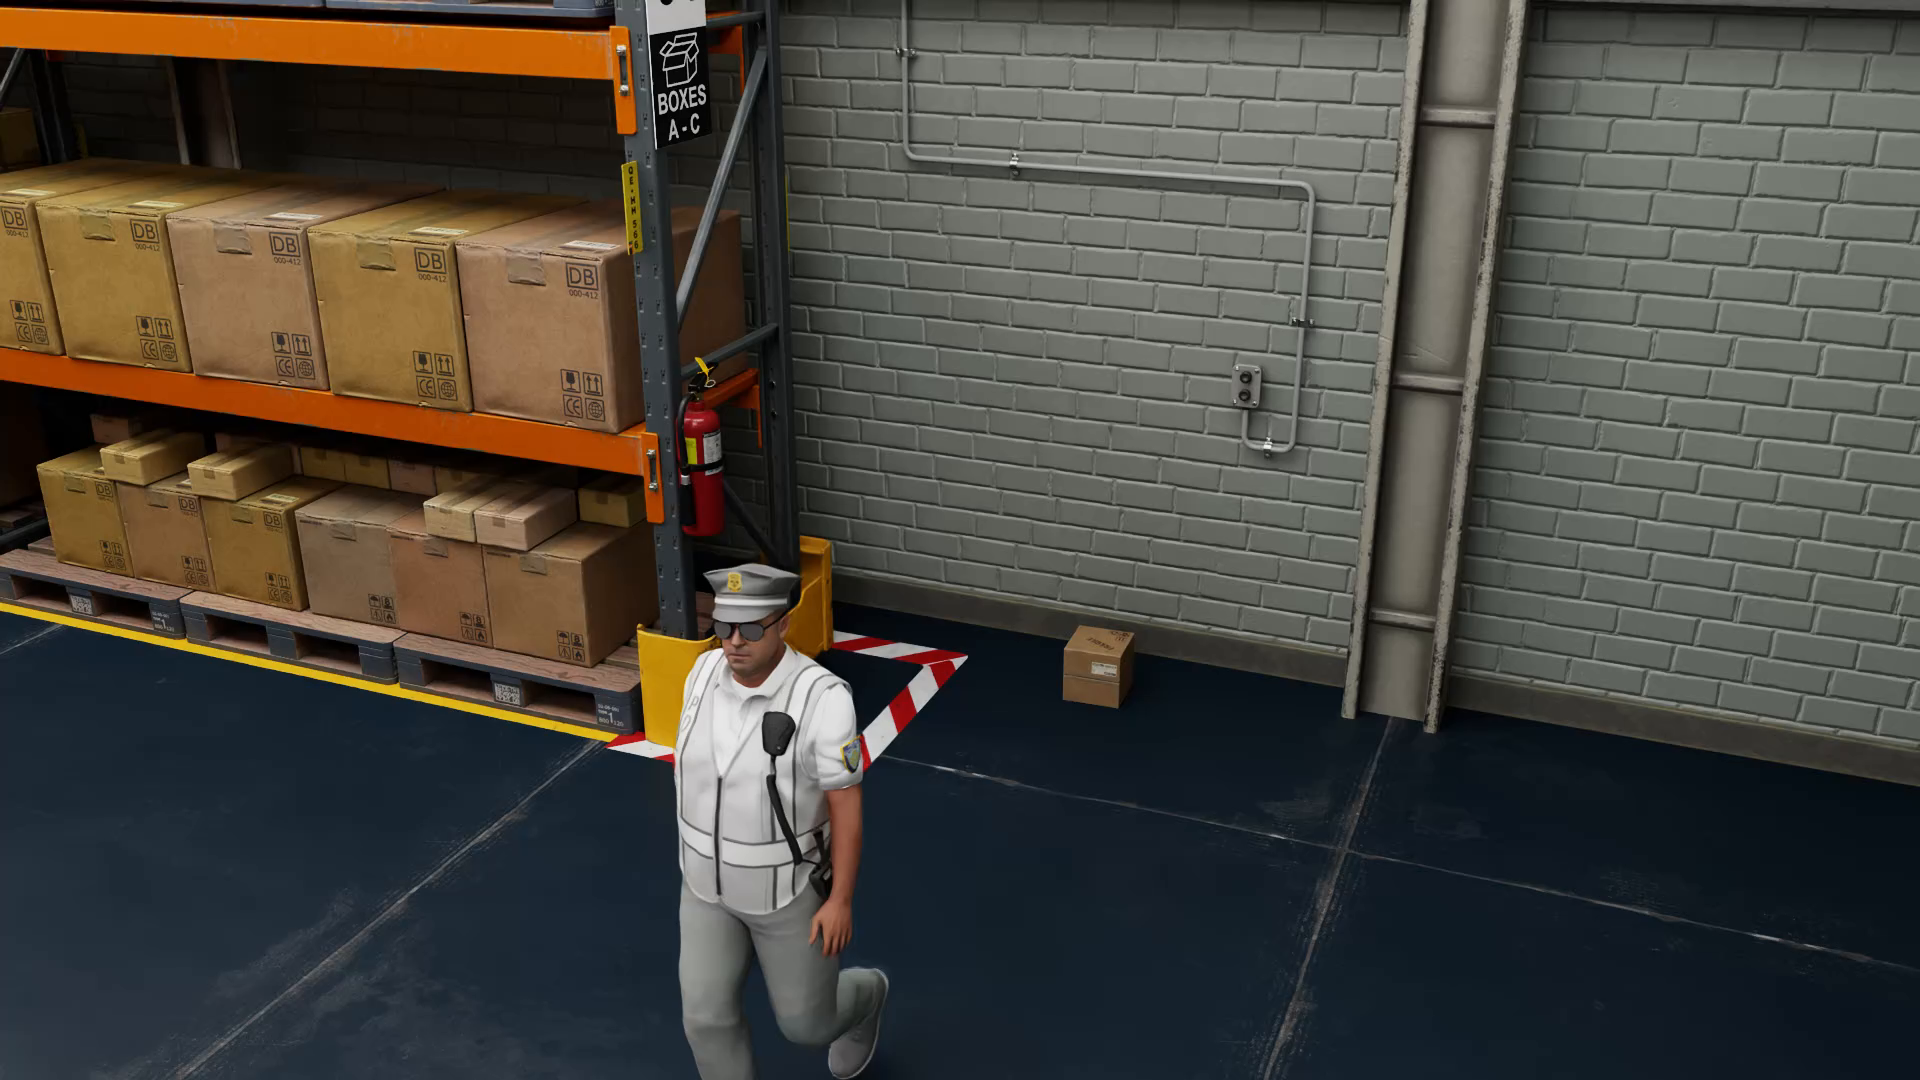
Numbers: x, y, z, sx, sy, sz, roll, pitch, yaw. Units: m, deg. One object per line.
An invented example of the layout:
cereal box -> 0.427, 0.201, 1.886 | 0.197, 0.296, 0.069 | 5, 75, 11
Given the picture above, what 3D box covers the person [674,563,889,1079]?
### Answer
person -> -0.495, 0.858, 4.416 | 0.544, 1.742, 0.823 | 10, 24, 23
